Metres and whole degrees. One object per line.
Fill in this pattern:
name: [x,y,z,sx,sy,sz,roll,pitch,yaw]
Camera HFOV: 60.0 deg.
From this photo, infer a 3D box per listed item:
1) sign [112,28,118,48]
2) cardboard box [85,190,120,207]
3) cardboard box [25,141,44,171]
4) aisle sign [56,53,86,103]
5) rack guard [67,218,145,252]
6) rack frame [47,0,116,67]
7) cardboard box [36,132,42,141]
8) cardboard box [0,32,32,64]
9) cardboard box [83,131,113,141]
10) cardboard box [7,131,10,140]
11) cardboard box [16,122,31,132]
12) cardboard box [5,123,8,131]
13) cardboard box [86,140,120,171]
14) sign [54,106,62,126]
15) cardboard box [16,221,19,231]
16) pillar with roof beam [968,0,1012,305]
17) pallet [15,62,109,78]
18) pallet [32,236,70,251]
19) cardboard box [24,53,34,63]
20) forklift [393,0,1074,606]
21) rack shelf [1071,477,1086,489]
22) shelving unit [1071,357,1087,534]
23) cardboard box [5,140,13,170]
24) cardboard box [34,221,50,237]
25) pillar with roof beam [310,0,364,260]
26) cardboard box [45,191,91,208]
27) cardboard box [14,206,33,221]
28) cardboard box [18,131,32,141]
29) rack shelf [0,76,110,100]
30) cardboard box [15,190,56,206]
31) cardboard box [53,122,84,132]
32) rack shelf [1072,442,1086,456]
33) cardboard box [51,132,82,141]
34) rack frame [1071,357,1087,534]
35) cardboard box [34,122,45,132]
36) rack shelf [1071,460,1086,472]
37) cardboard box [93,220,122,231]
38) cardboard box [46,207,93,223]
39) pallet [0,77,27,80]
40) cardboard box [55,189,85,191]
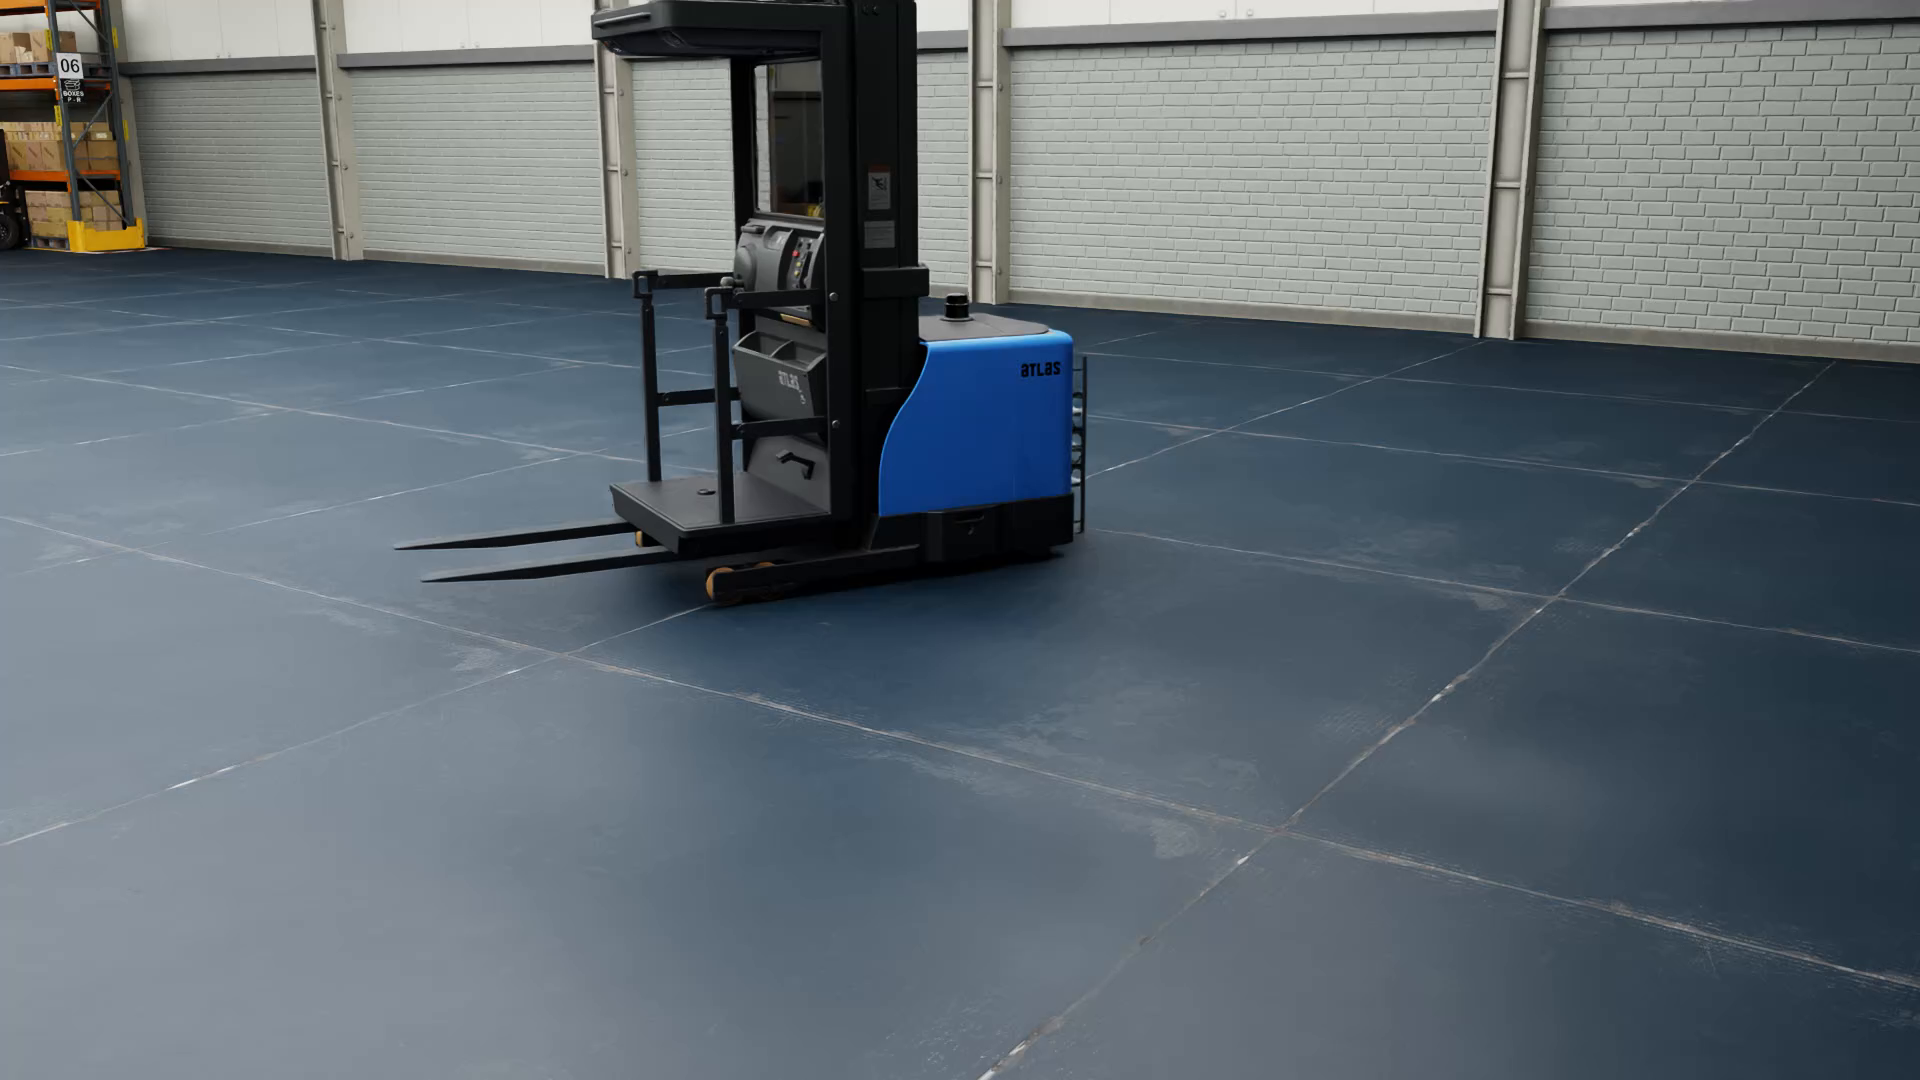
sign: [-14.207,-8.437,27.935,0.005,0.325,0.100,9,17,33]
cardboard box: [-14.815,-5.865,28.539,0.500,0.250,0.500,9,16,32]
cardboard box: [-15.502,-6.541,28.298,0.500,0.500,0.500,10,17,35]
aisle sign: [-14.631,-7.602,27.382,0.004,0.787,0.394,9,17,33]
rack guard: [-14.502,-5.191,28.254,0.348,0.500,1.175,9,17,33]
rack frame: [-14.522,-9.320,27.246,0.127,3.000,1.000,9,17,33]
cardboard box: [-15.376,-6.837,28.143,0.250,0.149,0.380,10,17,34]
cardboard box: [-15.819,-8.333,28.210,0.500,0.500,0.700,9,17,33]
cardboard box: [-14.658,-6.868,28.269,0.250,0.149,0.380,9,16,31]
cardboard box: [-16.201,-6.981,28.722,0.250,0.149,0.380,9,17,32]
cardboard box: [-15.834,-7.039,28.340,0.250,0.149,0.380,10,17,34]
cardboard box: [-16.213,-7.126,28.691,0.250,0.149,0.380,9,17,34]
cardboard box: [-14.778,-6.578,28.446,0.500,0.500,0.500,10,17,35]
sign: [-14.836,-6.979,27.369,0.005,0.325,0.100,9,17,33]
cardboard box: [-16.349,-5.480,29.065,0.500,0.250,0.500,10,17,35]
pillar with roof beam: [-2.063,-6.321,15.130,0.400,9.000,9.100,9,17,33]
pallet: [-15.094,-7.921,28.021,1.213,0.211,1.003,9,17,33]
pallet: [-15.180,-5.149,28.682,1.213,0.211,1.003,9,17,33]
cardboard box: [-15.379,-8.045,27.778,0.250,0.149,0.380,9,16,31]
forklift: [-0.999,-1.283,7.406,3.031,2.935,1.130,-7,16,-27]
rack shelf: [0.476,-0.273,8.442,0.258,0.077,0.200,-8,16,-29]
shelving unit: [0.476,-0.480,8.391,0.258,0.900,0.210,-8,16,-29]
cardboard box: [-16.351,-6.675,28.839,0.500,0.500,0.500,9,17,33]
cardboard box: [-15.495,-5.346,28.523,0.500,0.250,0.500,9,17,33]
pillar with roof beam: [-12.021,-7.930,21.631,0.400,9.000,9.100,9,17,33]
cardboard box: [-15.078,-5.762,28.124,0.500,0.250,0.500,10,17,35]
cardboard box: [-15.950,-5.657,28.741,0.500,0.250,0.500,9,16,32]
cardboard box: [-15.823,-6.899,28.393,0.250,0.149,0.380,9,16,31]
rack shelf: [-16.181,-7.783,28.776,4.000,0.370,1.077,9,17,33]
cardboard box: [-15.929,-5.895,28.662,0.500,0.250,0.500,9,17,34]
cardboard box: [-14.937,-6.922,27.865,0.250,0.149,0.380,9,17,33]
rack shelf: [0.476,-0.448,8.399,0.258,0.077,0.200,-8,16,-29]
cardboard box: [-14.966,-6.762,27.839,0.250,0.149,0.380,9,17,34]
rack frame: [0.527,-0.459,8.305,0.240,0.900,0.006,-8,16,-29]
cardboard box: [-15.391,-6.978,28.094,0.250,0.149,0.380,10,17,34]
rack shelf: [0.476,-0.361,8.421,0.258,0.077,0.200,-8,16,-29]
cardboard box: [-14.820,-5.382,28.670,0.500,0.250,0.500,9,17,33]
cardboard box: [-15.100,-5.523,28.198,0.500,0.250,0.500,9,16,32]
pallet: [-17.119,-8.248,29.342,1.213,0.211,1.003,9,17,33]
cardboard box: [-15.641,-6.000,29.086,0.500,0.250,0.500,9,17,32]
